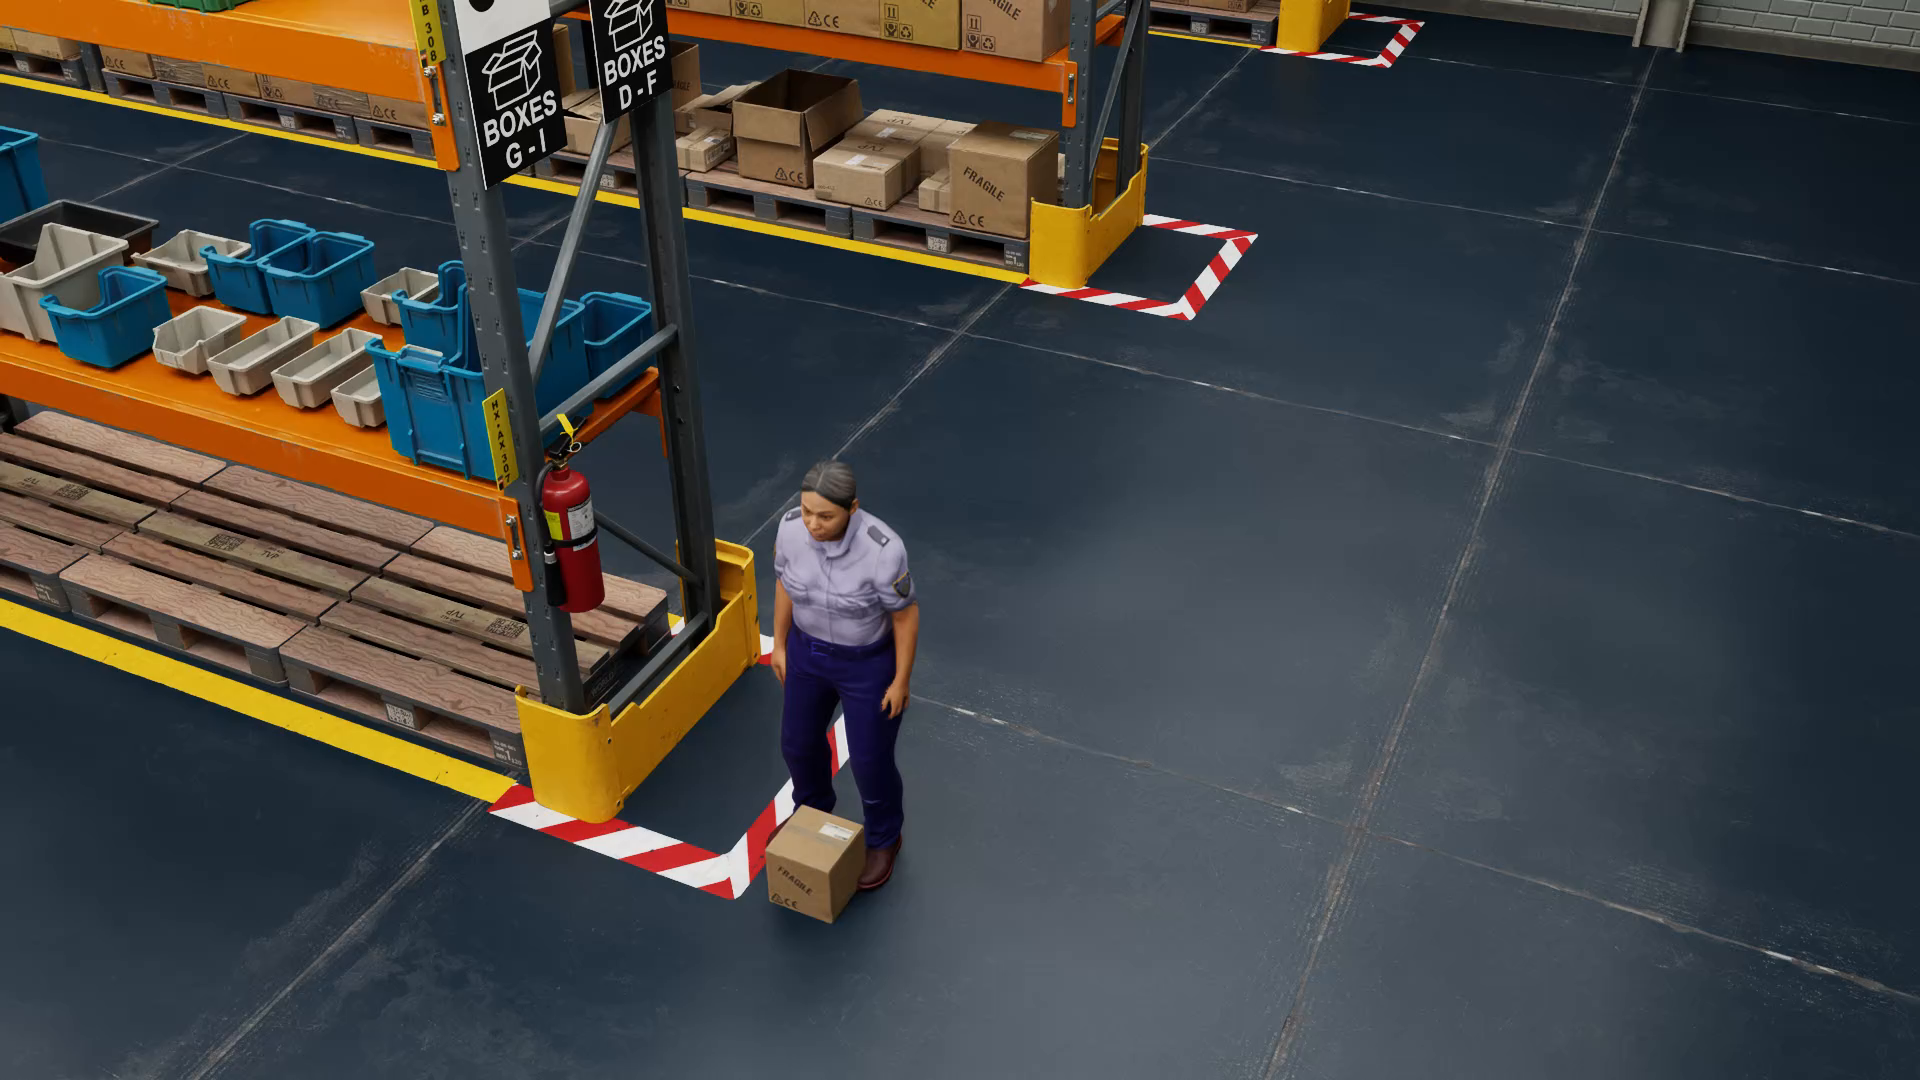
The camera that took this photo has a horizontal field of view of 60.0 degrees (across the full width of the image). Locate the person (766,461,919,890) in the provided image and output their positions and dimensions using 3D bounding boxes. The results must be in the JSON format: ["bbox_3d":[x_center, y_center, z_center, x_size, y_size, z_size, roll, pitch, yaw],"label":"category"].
[{"bbox_3d":[-0.398,0.414,5.533,0.544,1.651,0.372,15,37,21],"label":"person"}]
